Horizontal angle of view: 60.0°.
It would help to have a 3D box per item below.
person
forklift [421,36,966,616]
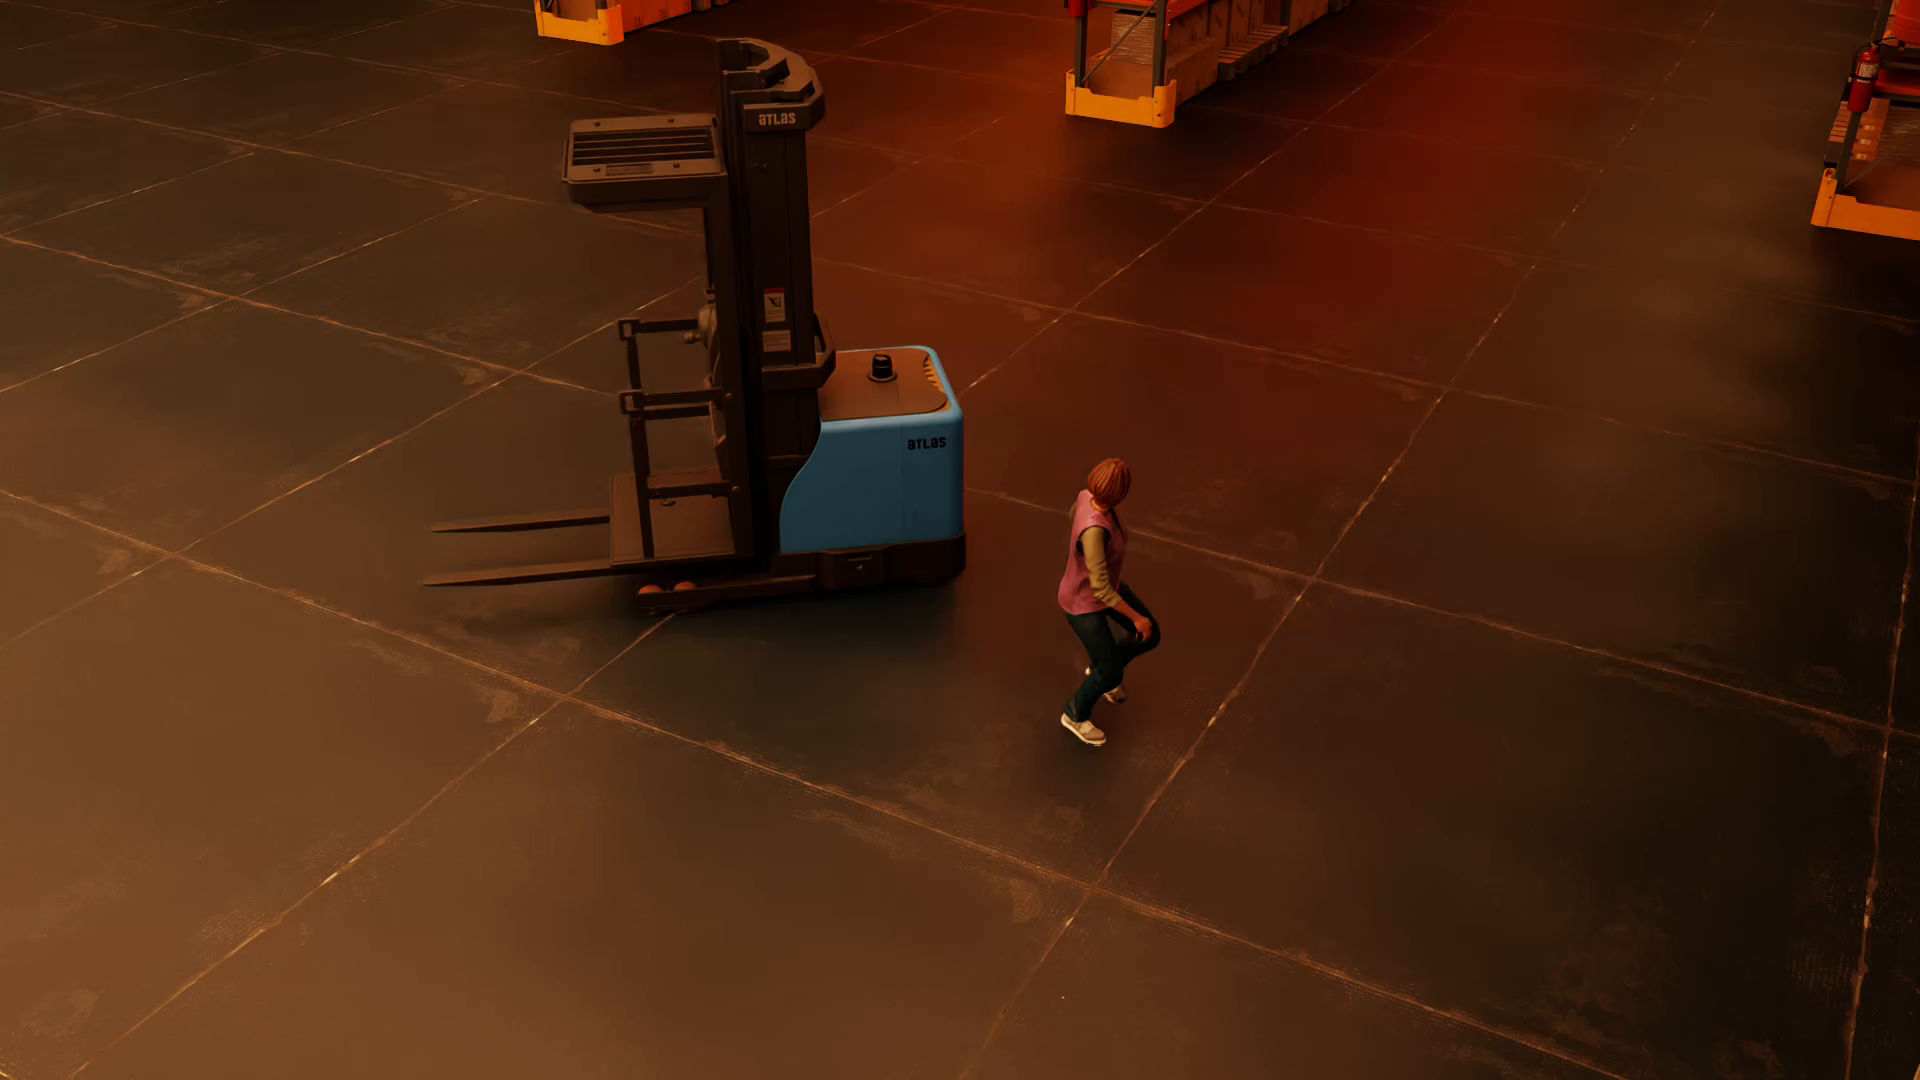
[{"bbox_3d":[0.703,0.278,8.019,0.580,1.514,0.648,13,33,22],"label":"person"},{"bbox_3d":[-1.535,-1.135,9.037,3.031,2.935,1.130,-5,30,-9],"label":"forklift"}]
